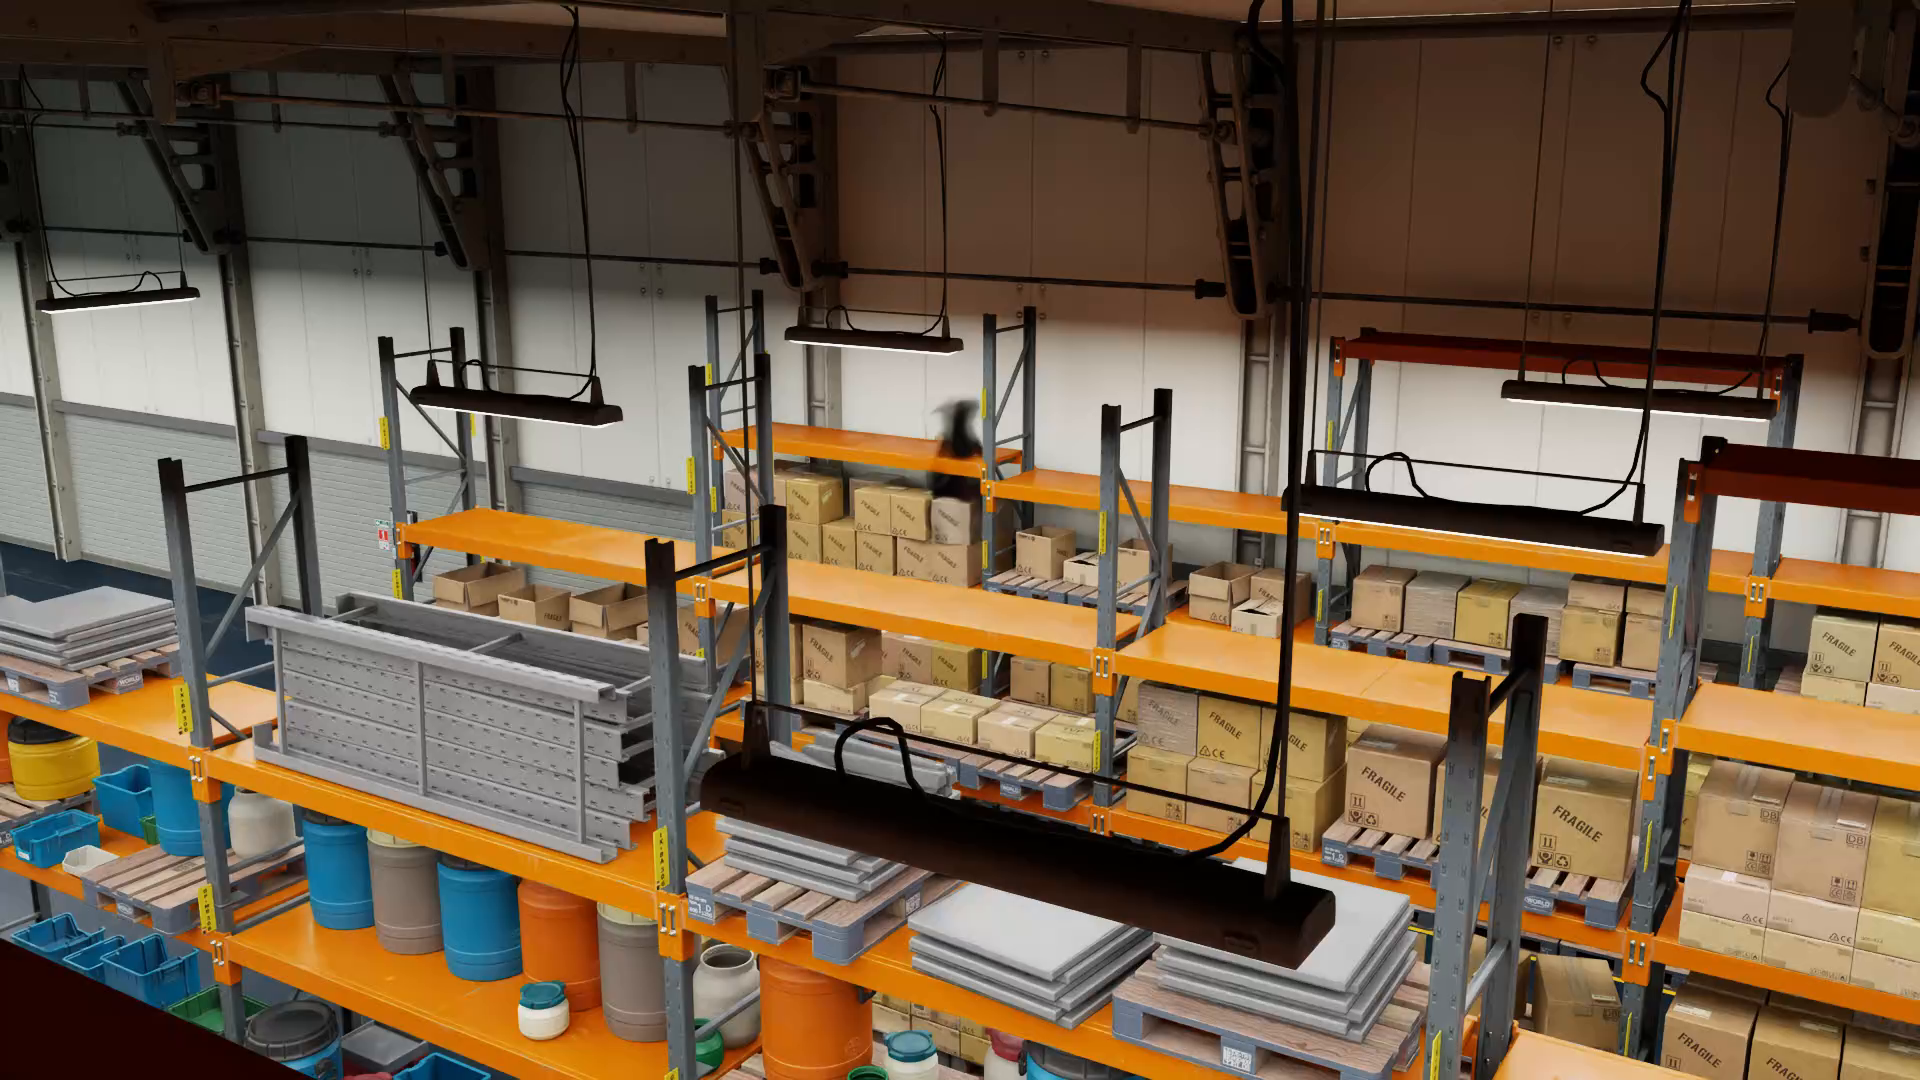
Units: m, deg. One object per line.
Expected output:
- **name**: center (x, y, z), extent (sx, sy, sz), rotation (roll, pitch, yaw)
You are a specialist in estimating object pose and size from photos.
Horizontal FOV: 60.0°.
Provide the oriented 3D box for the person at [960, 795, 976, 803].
- **person**: center (0.080, 3.243, 16.784), extent (0.765, 1.595, 0.558), rotation (10, 17, 36)
